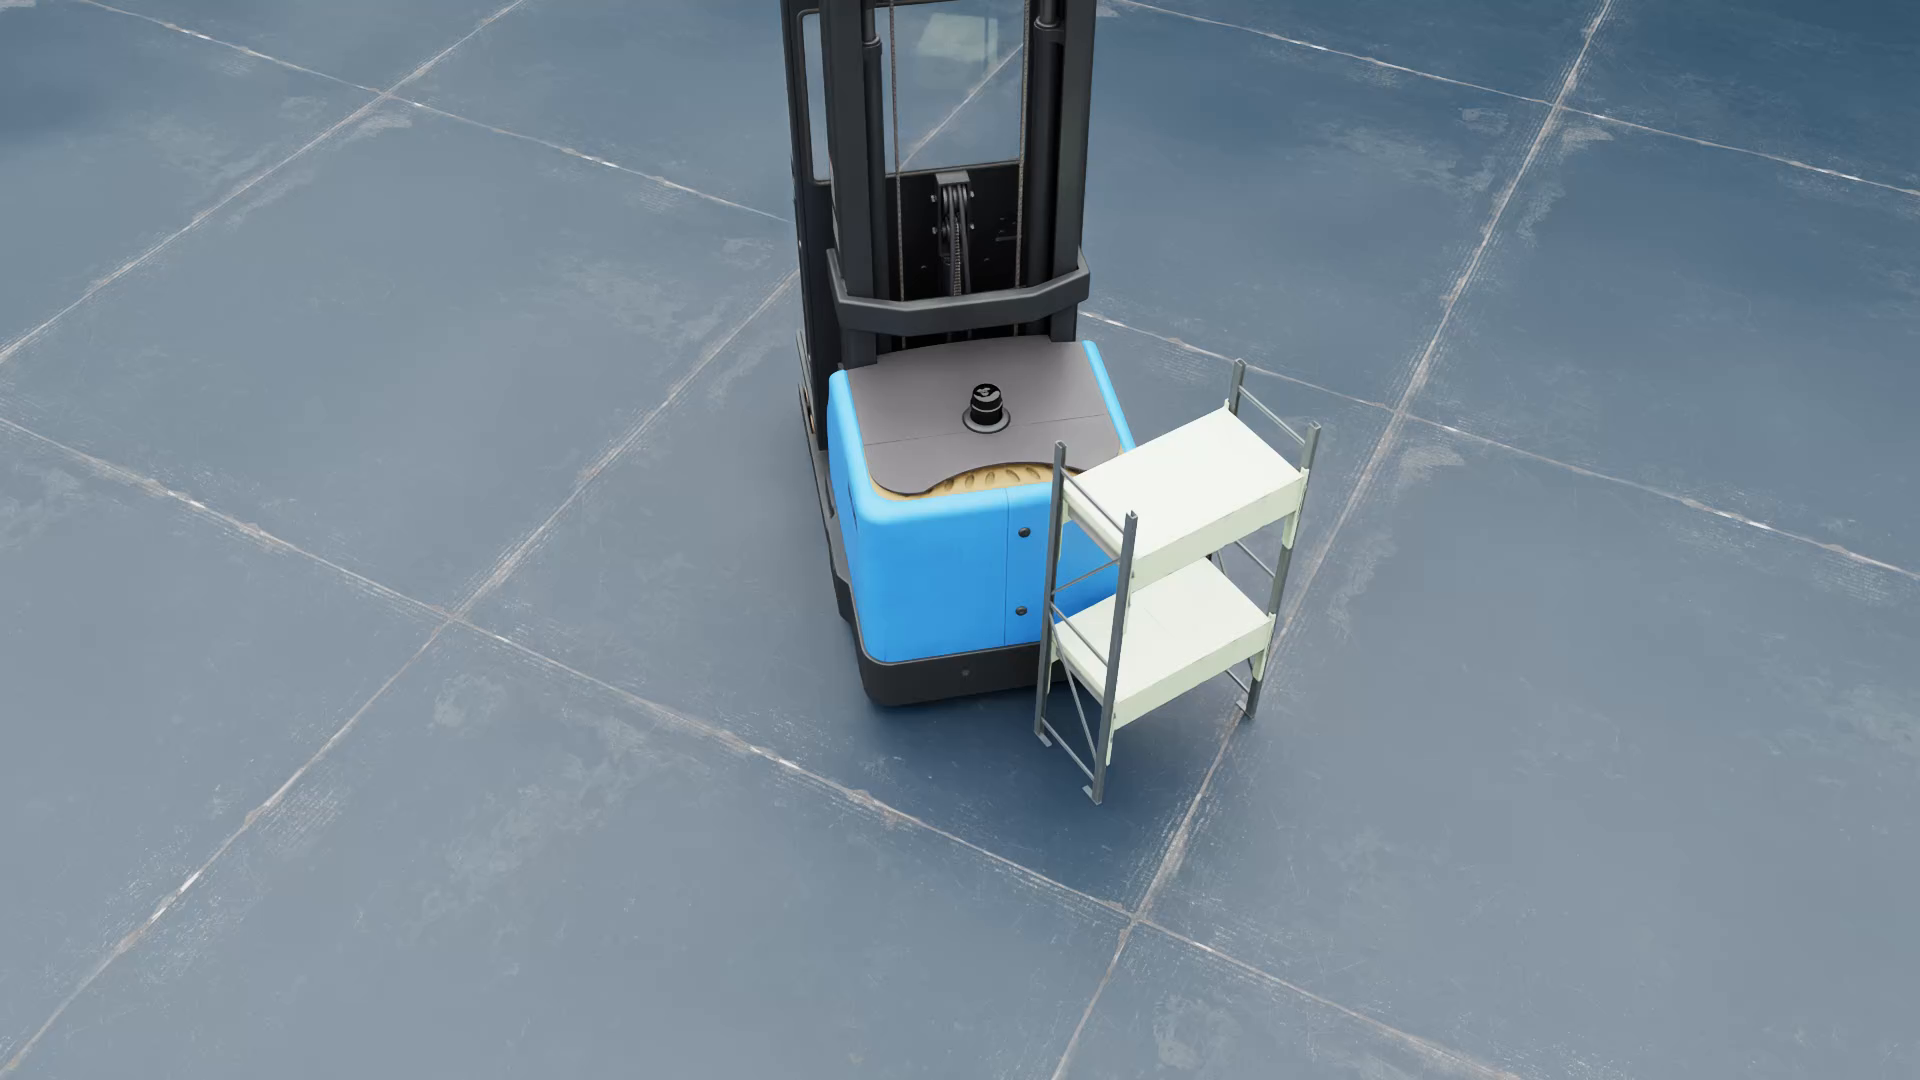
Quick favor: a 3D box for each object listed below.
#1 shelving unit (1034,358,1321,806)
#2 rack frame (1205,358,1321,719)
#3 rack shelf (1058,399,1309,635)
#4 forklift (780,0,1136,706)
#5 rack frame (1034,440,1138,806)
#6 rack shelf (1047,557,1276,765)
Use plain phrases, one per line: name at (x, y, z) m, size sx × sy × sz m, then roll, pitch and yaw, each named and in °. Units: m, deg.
shelving unit at (0.713, 0.184, 5.786) m, size 0.755 × 1.500 × 0.431 m, roll -25°, pitch 52°, yaw -23°
rack frame at (1.018, 0.040, 5.928) m, size 0.023 × 1.500 × 0.400 m, roll -25°, pitch 52°, yaw -23°
rack shelf at (0.718, -0.085, 5.504) m, size 0.720 × 0.370 × 0.431 m, roll -25°, pitch 52°, yaw -23°
forklift at (-0.117, -1.465, 6.417) m, size 1.130 × 2.935 × 3.031 m, roll -8°, pitch 46°, yaw -8°
rack frame at (0.408, 0.327, 5.645) m, size 0.023 × 1.500 × 0.400 m, roll -25°, pitch 52°, yaw -23°
rack shelf at (0.709, 0.408, 6.023) m, size 0.720 × 0.370 × 0.431 m, roll -25°, pitch 52°, yaw -23°
